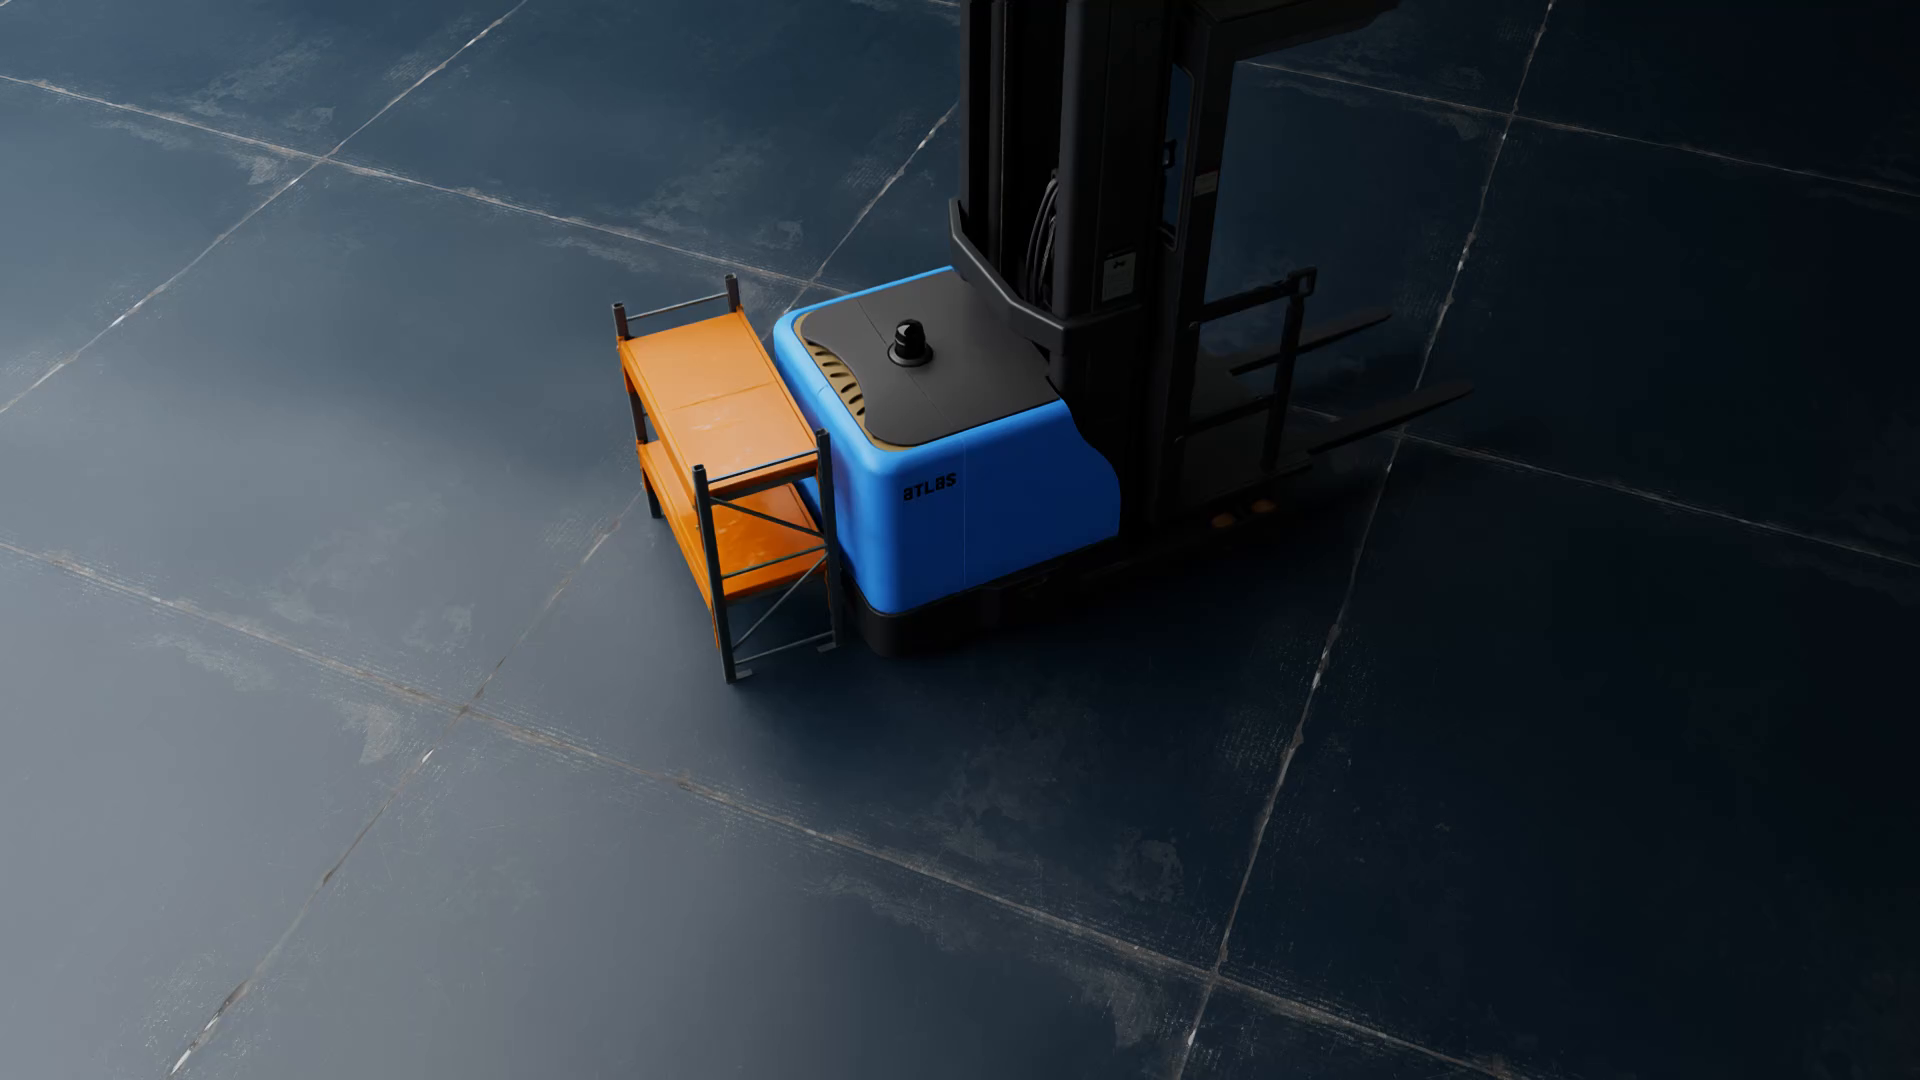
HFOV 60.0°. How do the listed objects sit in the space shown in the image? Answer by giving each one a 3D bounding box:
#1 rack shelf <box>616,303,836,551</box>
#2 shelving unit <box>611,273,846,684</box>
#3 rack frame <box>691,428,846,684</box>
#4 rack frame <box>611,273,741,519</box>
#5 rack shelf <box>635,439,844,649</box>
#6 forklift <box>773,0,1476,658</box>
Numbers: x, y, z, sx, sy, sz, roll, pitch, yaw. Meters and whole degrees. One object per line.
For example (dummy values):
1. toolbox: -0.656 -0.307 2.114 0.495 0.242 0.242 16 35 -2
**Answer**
1. rack shelf: -0.902 -0.452 6.329 0.538 0.278 1.000 -18 47 -17
2. shelving unit: -0.901 -0.244 6.535 0.538 1.125 1.048 -18 47 -17
3. rack frame: -0.694 0.083 6.205 0.500 1.125 0.032 -18 47 -17
4. rack frame: -1.108 -0.571 6.865 0.500 1.125 0.032 -18 47 -17
5. rack shelf: -0.901 -0.070 6.707 0.538 0.278 1.000 -18 47 -17
6. forklift: 0.814 -1.305 6.323 3.031 2.935 1.130 -19 48 -18
